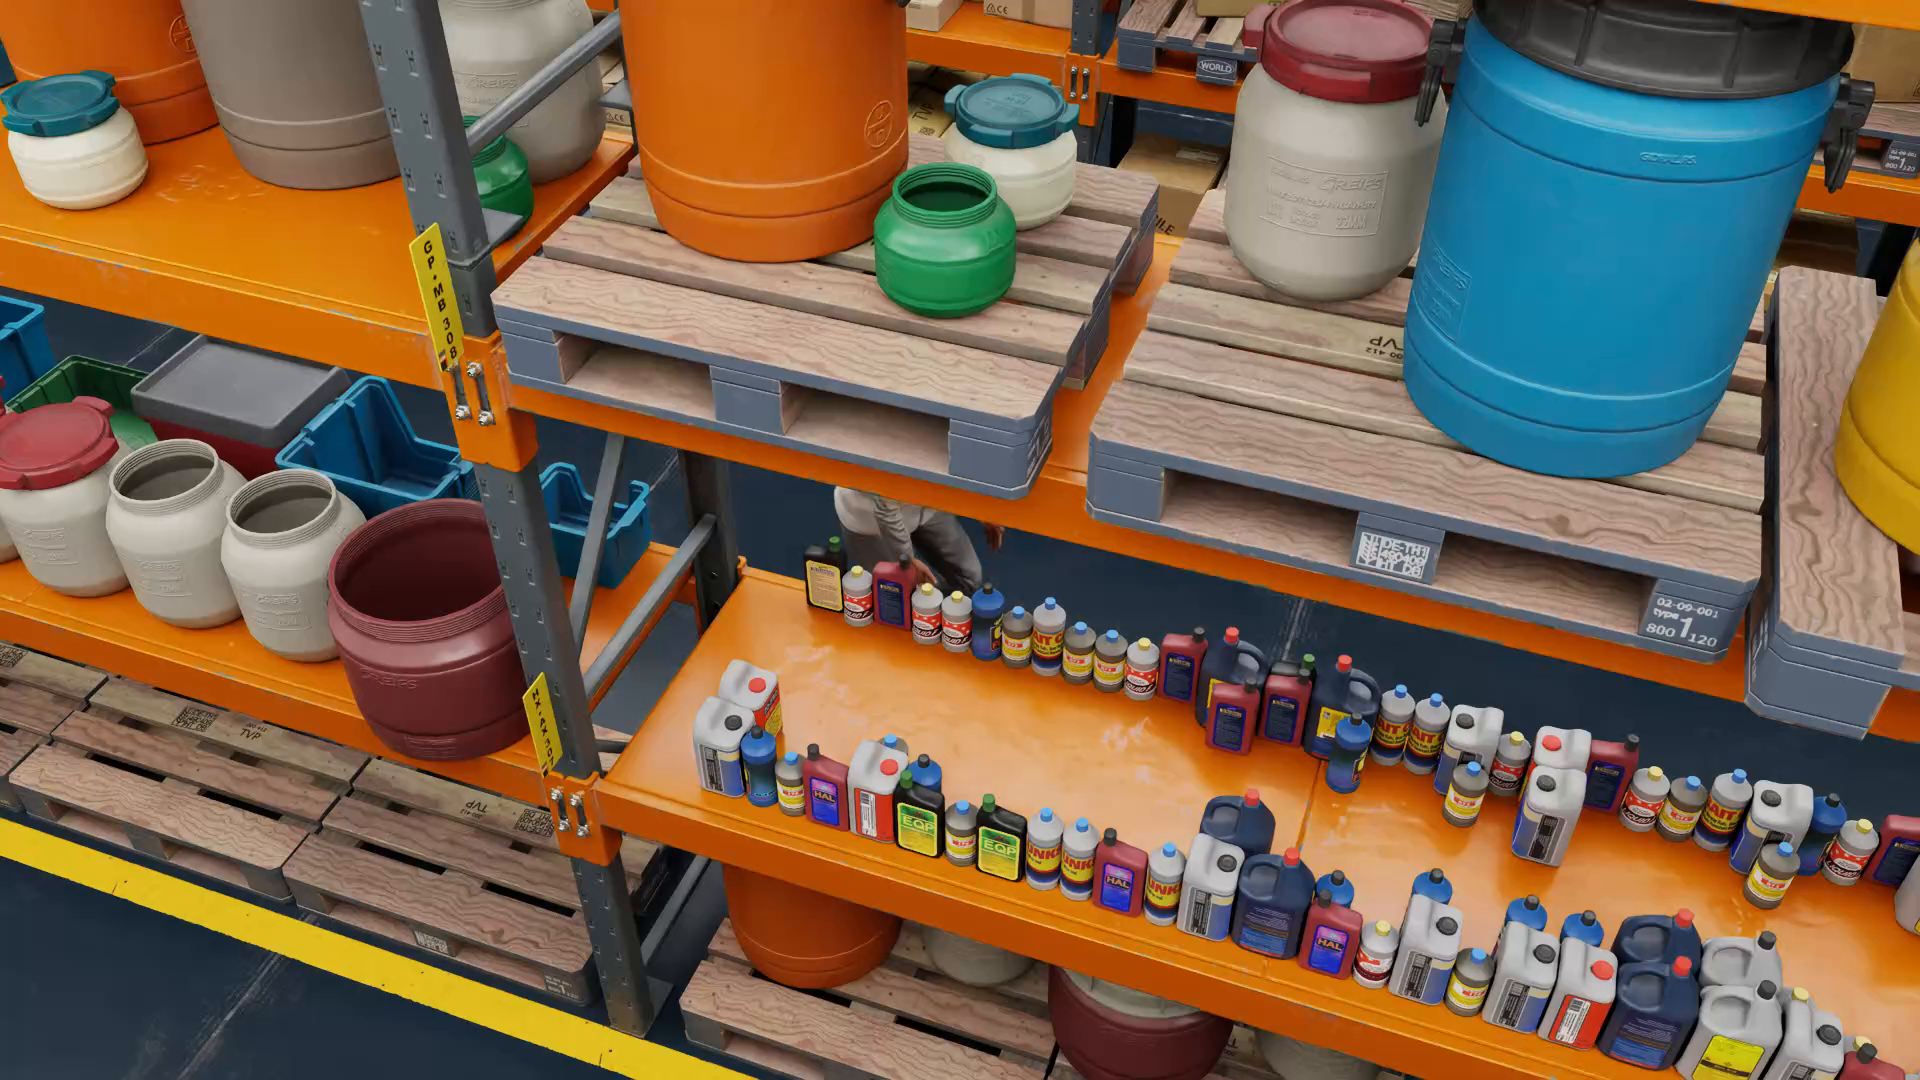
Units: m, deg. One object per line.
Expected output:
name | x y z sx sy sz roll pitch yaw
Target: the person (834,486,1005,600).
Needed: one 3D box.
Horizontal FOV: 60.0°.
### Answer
person | -0.138 -0.086 6.388 0.649 1.584 0.586 31 50 30
